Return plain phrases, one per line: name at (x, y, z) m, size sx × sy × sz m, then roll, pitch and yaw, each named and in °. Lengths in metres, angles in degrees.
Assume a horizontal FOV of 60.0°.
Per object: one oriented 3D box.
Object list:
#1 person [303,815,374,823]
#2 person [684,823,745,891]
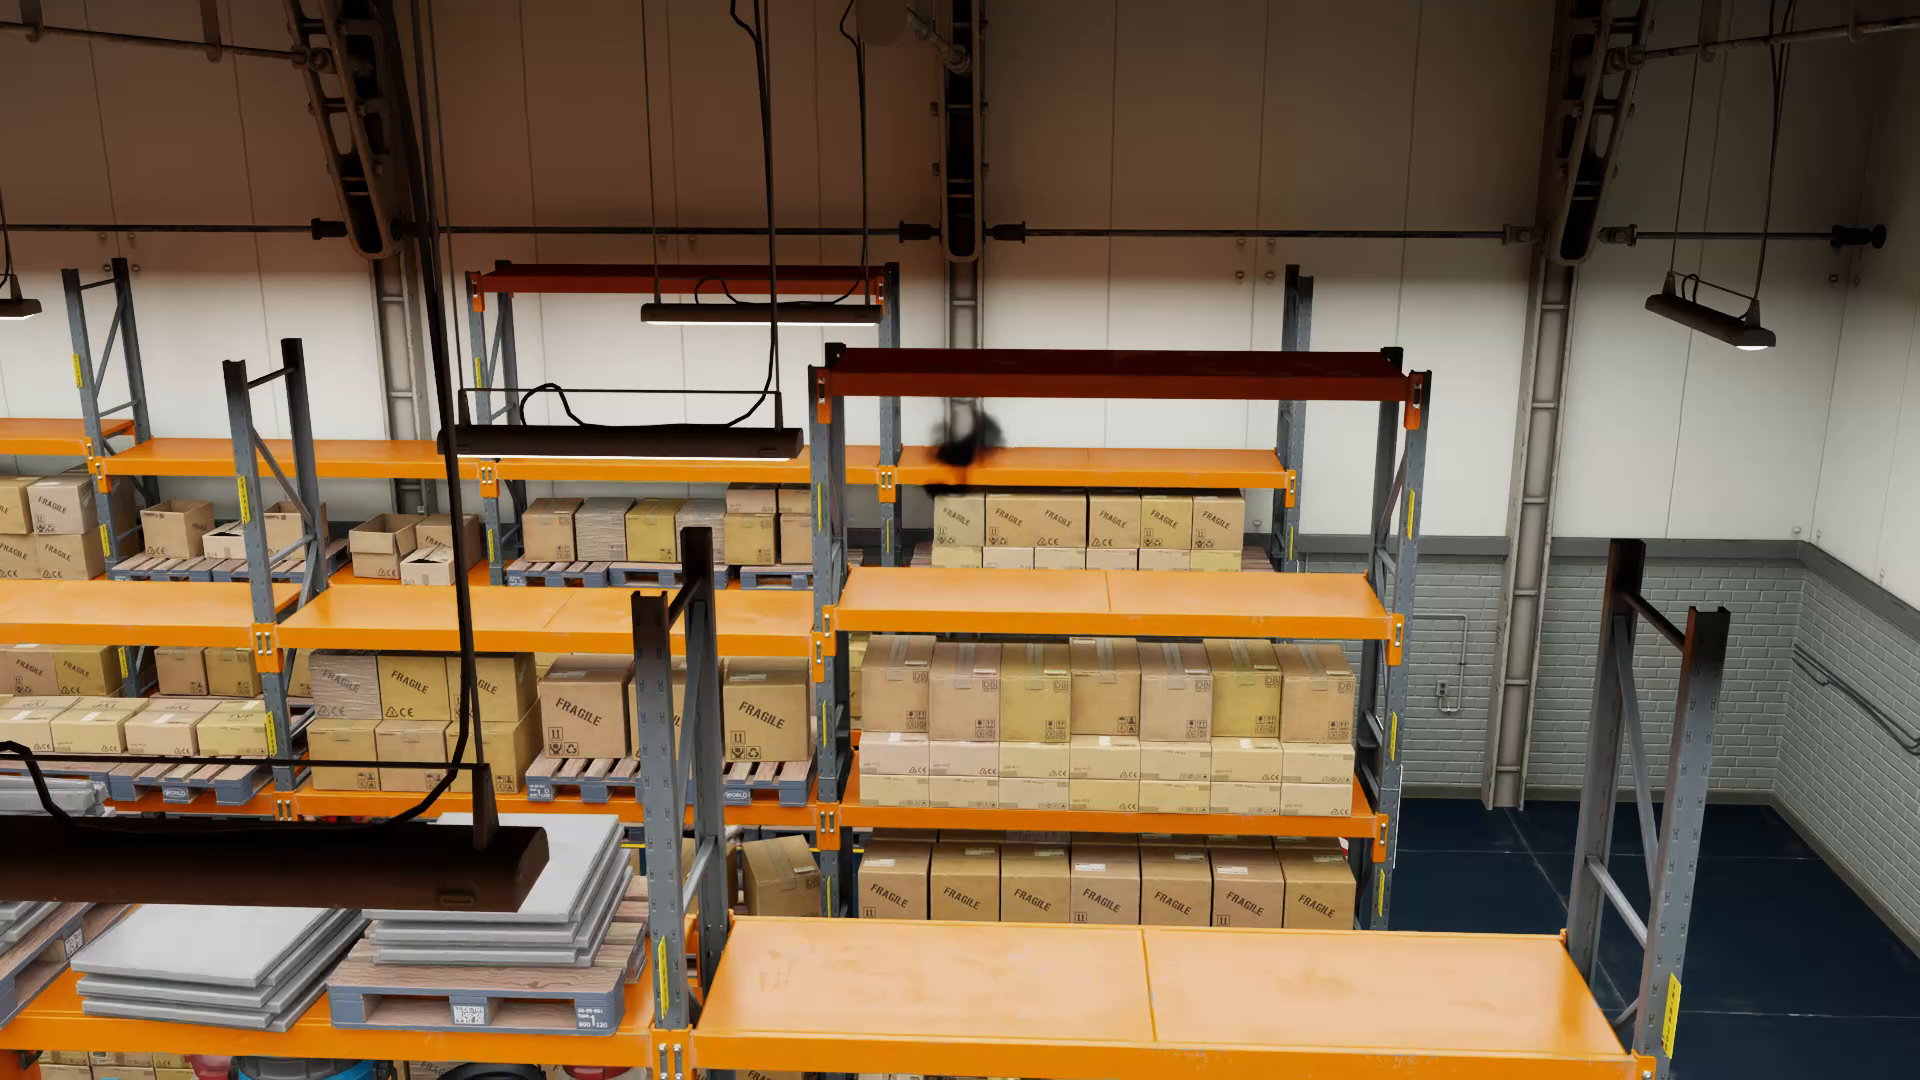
person at (-5.686, 2.920, 15.529) m, size 0.811 × 1.800 × 0.629 m, roll -1°, pitch 16°, yaw -2°
person at (-2.212, 2.853, 15.530) m, size 0.869 × 1.752 × 0.709 m, roll -3°, pitch 16°, yaw -11°
